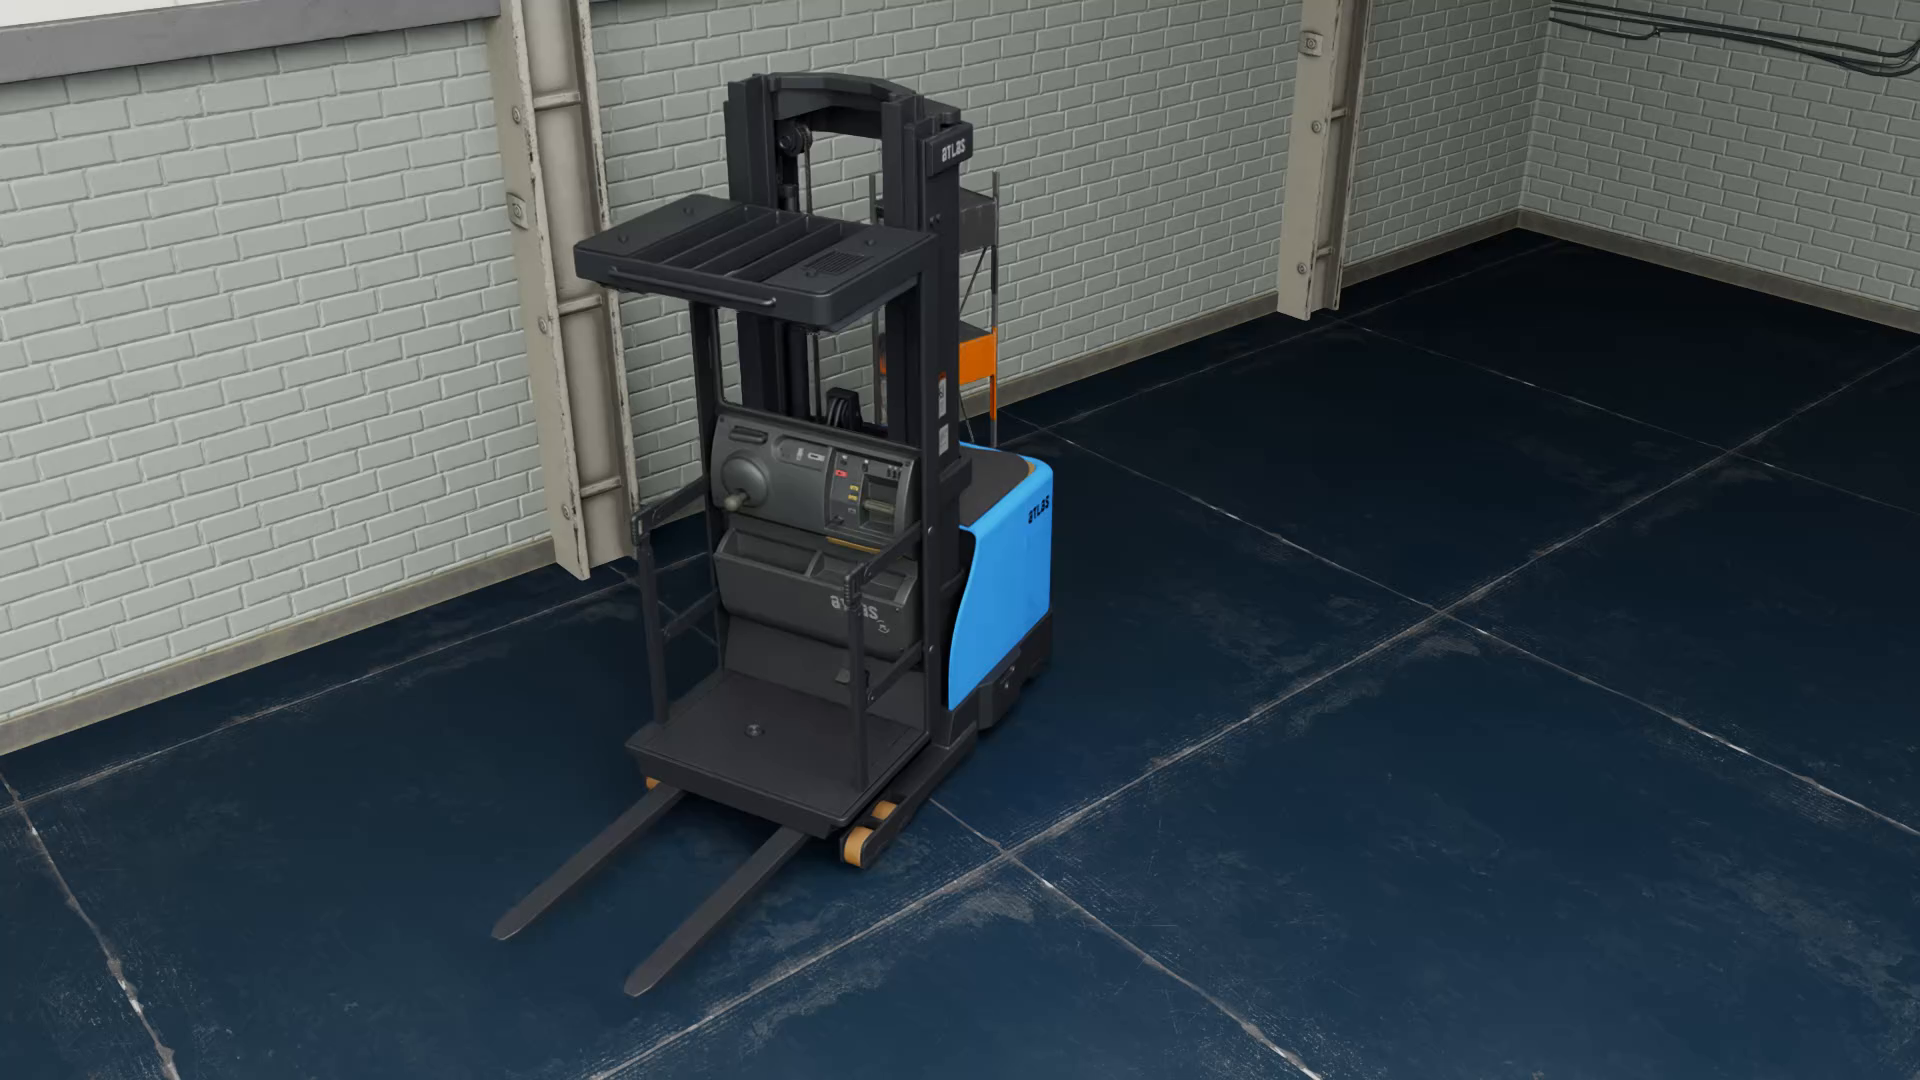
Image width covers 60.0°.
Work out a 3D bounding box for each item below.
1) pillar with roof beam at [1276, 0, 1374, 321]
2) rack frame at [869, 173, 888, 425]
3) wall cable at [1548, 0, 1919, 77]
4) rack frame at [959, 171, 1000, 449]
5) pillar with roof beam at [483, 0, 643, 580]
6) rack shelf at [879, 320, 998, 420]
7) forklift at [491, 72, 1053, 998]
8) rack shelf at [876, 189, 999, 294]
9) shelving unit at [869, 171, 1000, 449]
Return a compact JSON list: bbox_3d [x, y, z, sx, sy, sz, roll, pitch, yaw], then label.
[{"bbox_3d":[5.396,-4.160,7.486,0.400,9.000,9.100,-22,35,-35],"label":"pillar with roof beam"},{"bbox_3d":[-0.312,-0.801,8.521,0.015,2.100,0.400,-22,35,-35],"label":"rack frame"},{"bbox_3d":[5.701,-4.761,11.906,0.112,2.526,3.097,-22,35,-35],"label":"wall cable"},{"bbox_3d":[0.060,-0.950,8.800,0.015,2.100,0.400,-22,35,-35],"label":"rack frame"},{"bbox_3d":[0.832,-2.324,4.052,0.400,9.000,9.100,-22,35,-35],"label":"pillar with roof beam"},{"bbox_3d":[-0.126,-0.863,8.667,0.480,0.518,0.431,-22,35,-35],"label":"rack shelf"},{"bbox_3d":[-0.702,-0.205,6.523,1.130,2.935,3.031,14,31,25],"label":"forklift"},{"bbox_3d":[-0.126,-1.481,8.337,0.480,0.518,0.431,-22,35,-35],"label":"rack shelf"},{"bbox_3d":[-0.126,-0.875,8.660,0.503,2.100,0.431,-22,35,-35],"label":"shelving unit"}]
